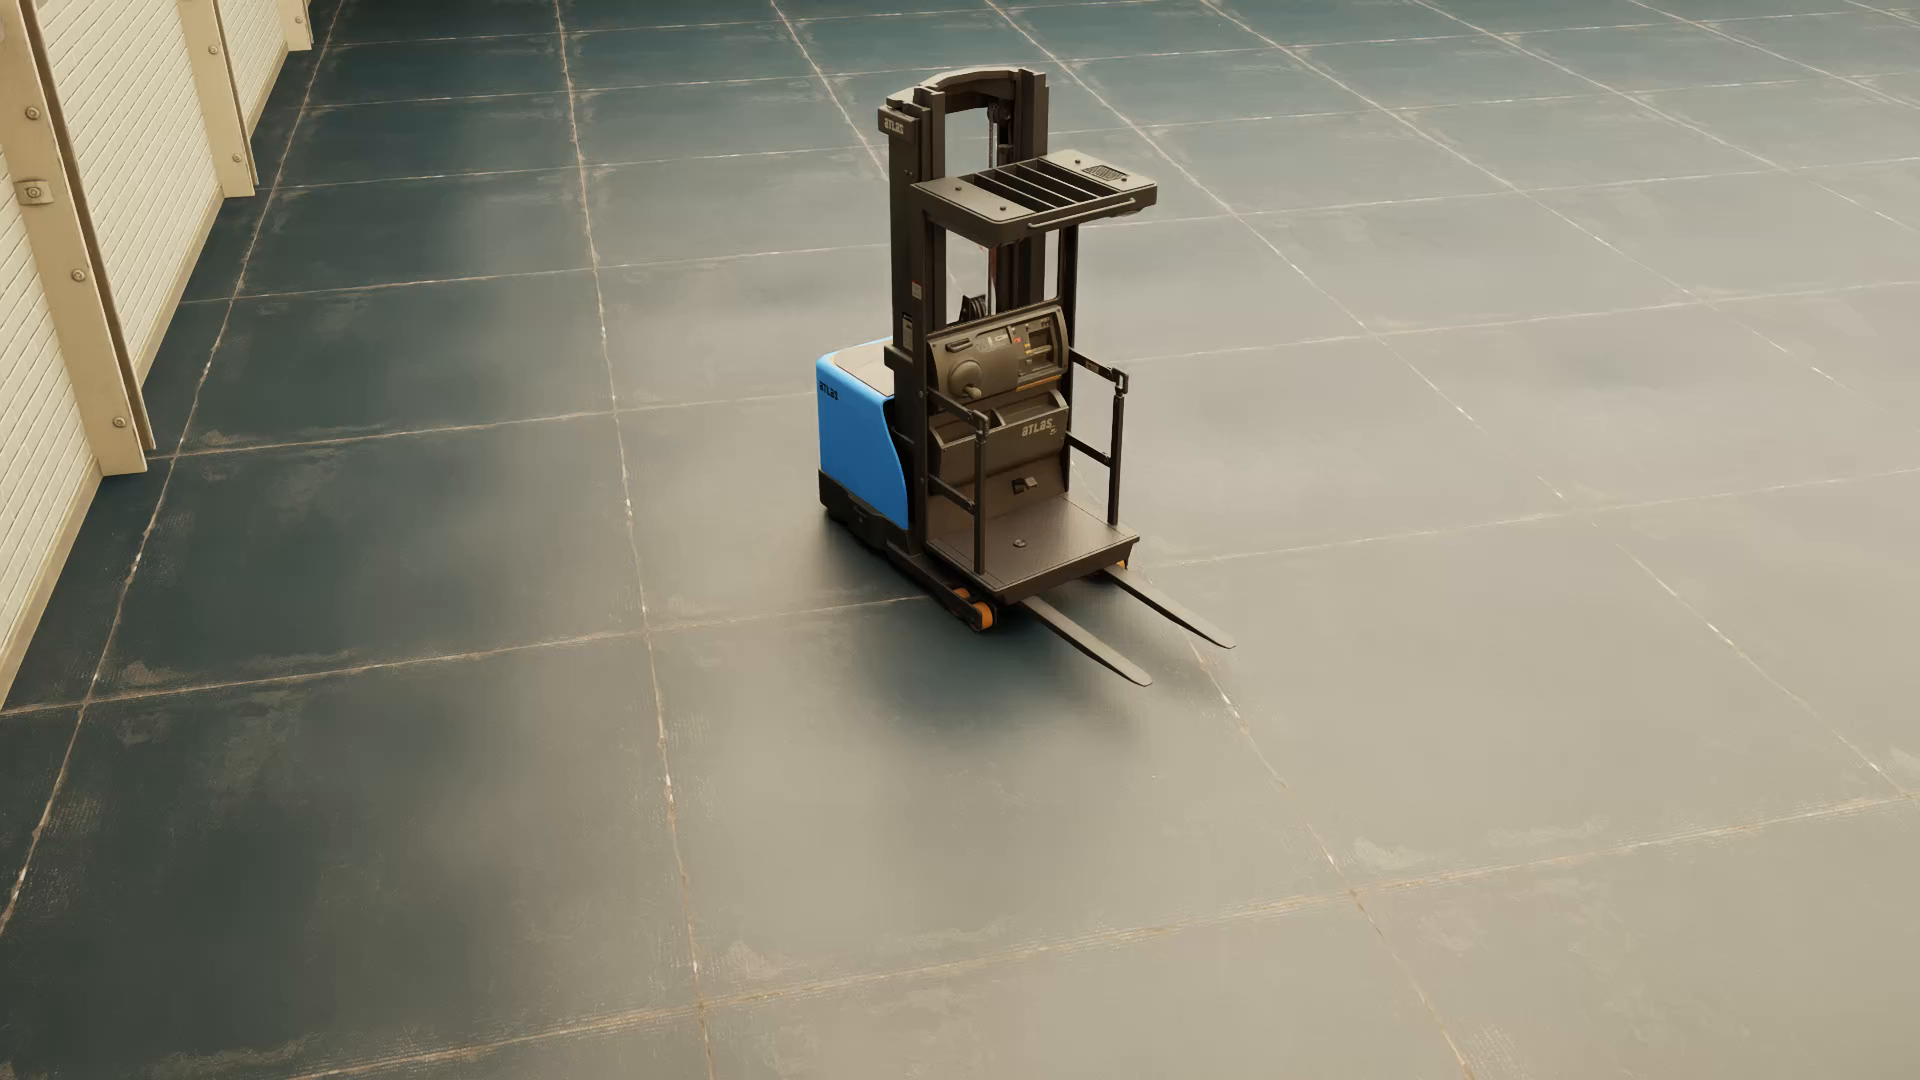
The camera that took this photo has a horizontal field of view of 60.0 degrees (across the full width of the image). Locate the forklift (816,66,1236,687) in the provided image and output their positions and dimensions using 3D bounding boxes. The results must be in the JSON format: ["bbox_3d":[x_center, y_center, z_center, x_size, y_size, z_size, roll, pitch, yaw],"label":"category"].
[{"bbox_3d":[0.355,-1.021,9.338,1.130,2.935,3.031,-20,35,-30],"label":"forklift"}]

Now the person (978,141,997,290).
[{"bbox_3d":[0.369,-2.413,12.981,0.554,1.673,0.548,-8,31,-14],"label":"person"}]
